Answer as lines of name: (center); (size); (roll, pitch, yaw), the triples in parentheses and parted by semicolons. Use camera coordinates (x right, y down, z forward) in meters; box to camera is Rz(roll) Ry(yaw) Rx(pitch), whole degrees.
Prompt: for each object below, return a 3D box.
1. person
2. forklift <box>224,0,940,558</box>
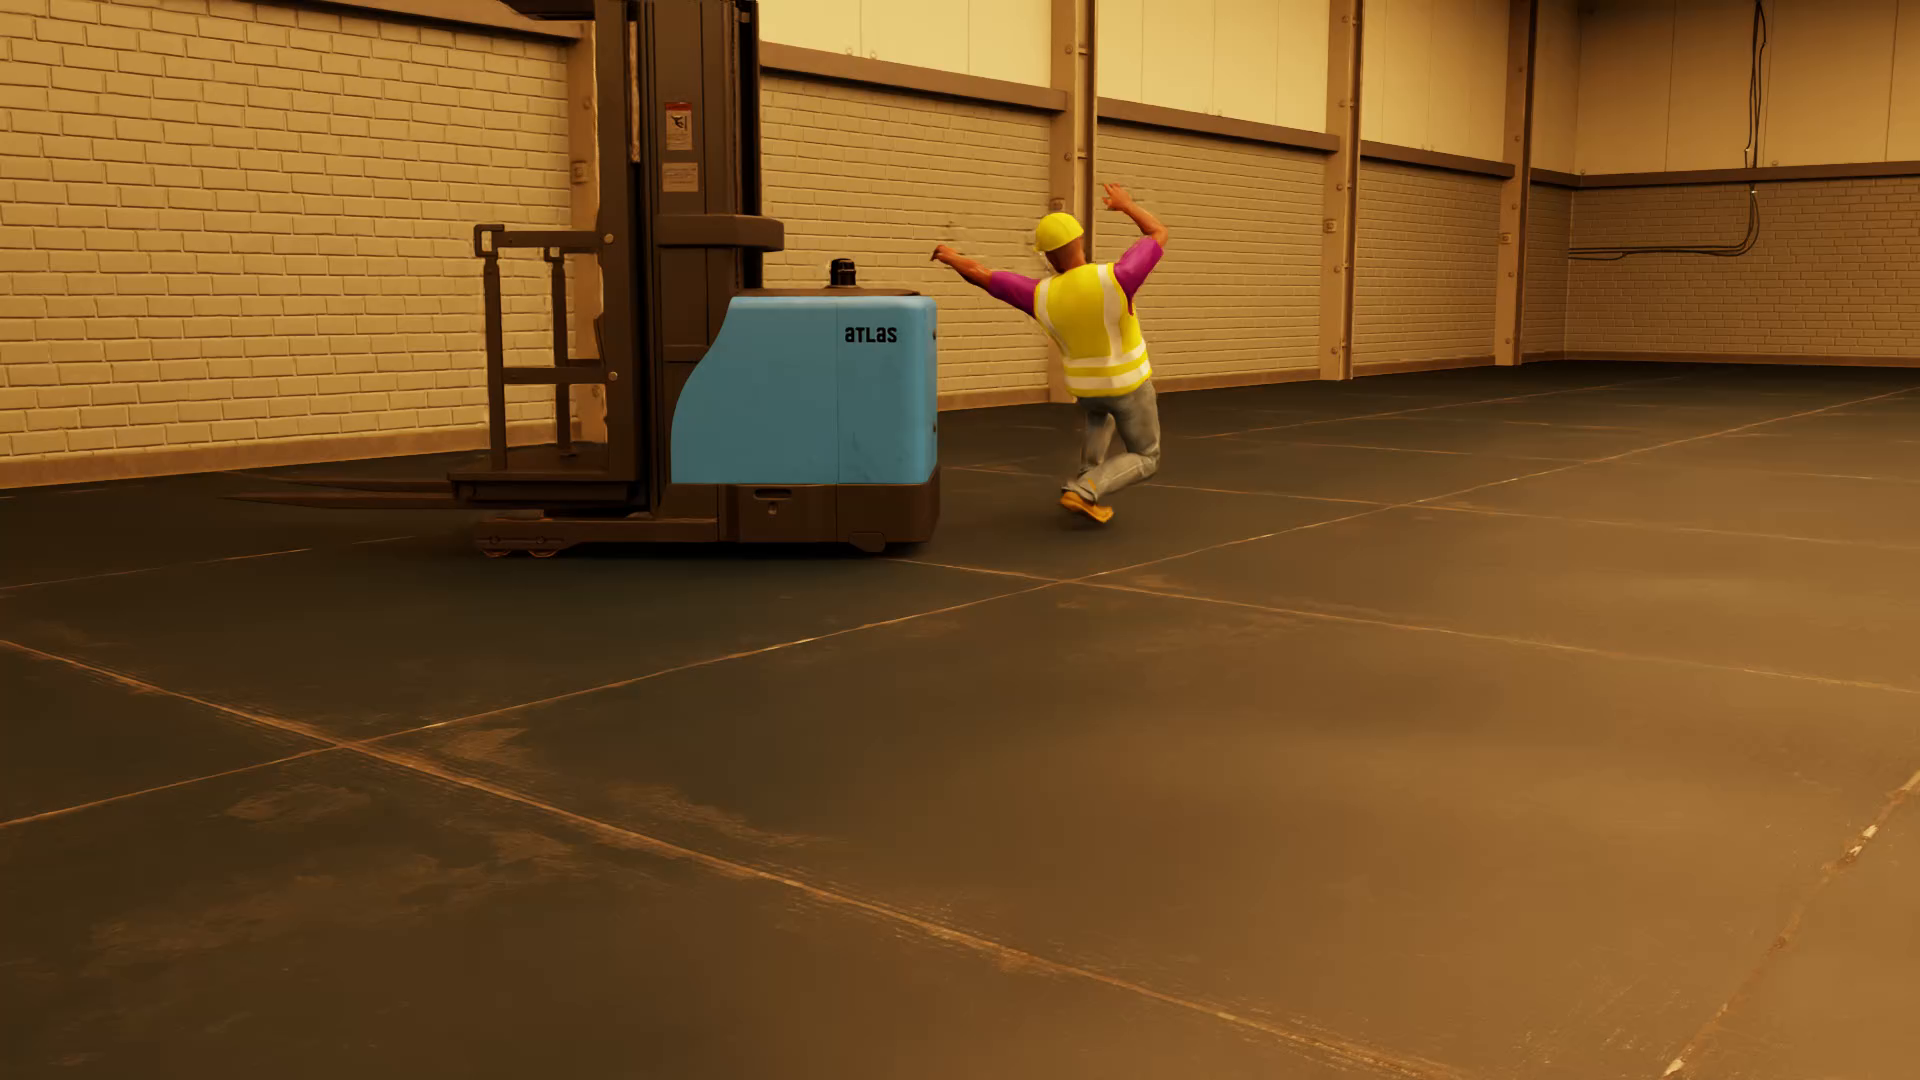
person: (0.481, -0.896, 8.059); (1.153, 1.636, 0.843); (6, 10, 35)
forklift: (-1.623, -1.451, 7.201); (3.031, 2.935, 1.130); (0, 8, 2)
